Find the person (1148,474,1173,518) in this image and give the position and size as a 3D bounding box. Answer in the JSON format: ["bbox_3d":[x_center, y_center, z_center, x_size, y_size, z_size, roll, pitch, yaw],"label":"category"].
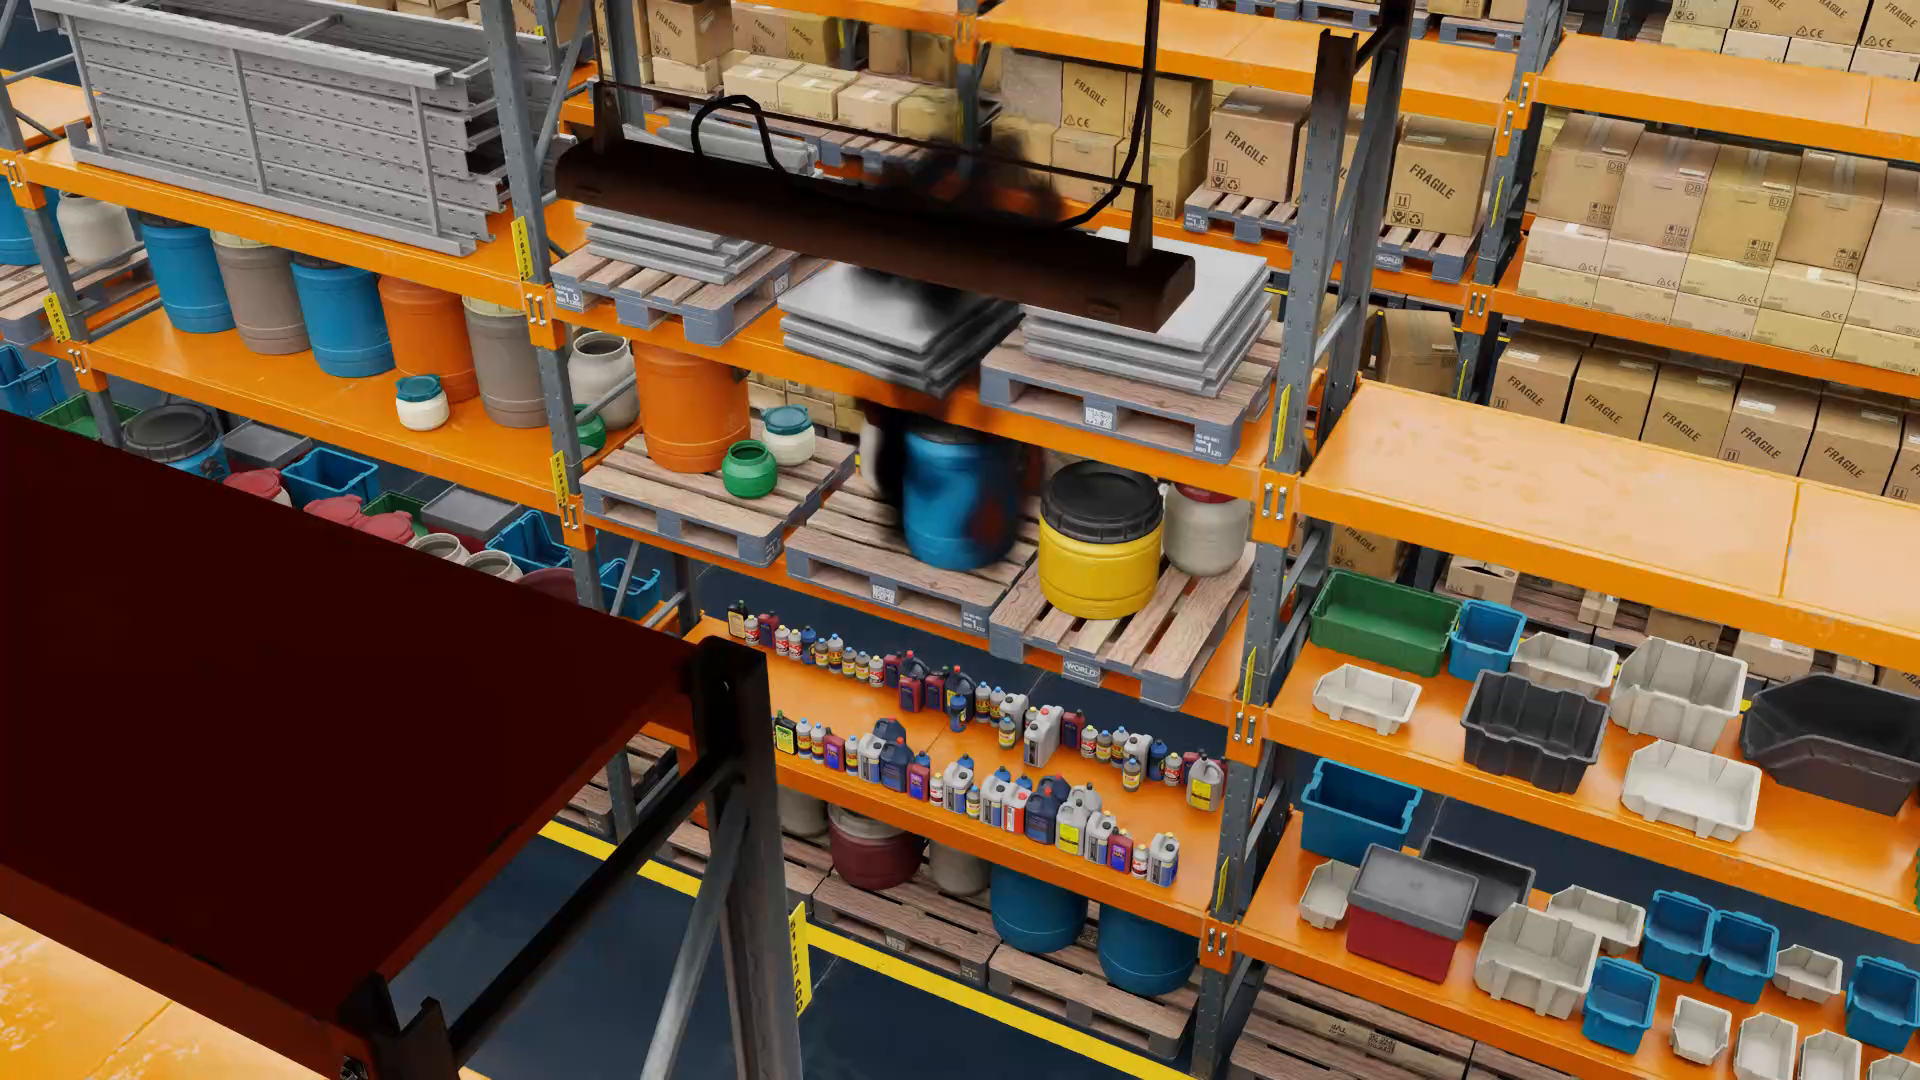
[{"bbox_3d":[1.296,0.124,11.755,0.666,1.790,0.592,12,37,16],"label":"person"}]
